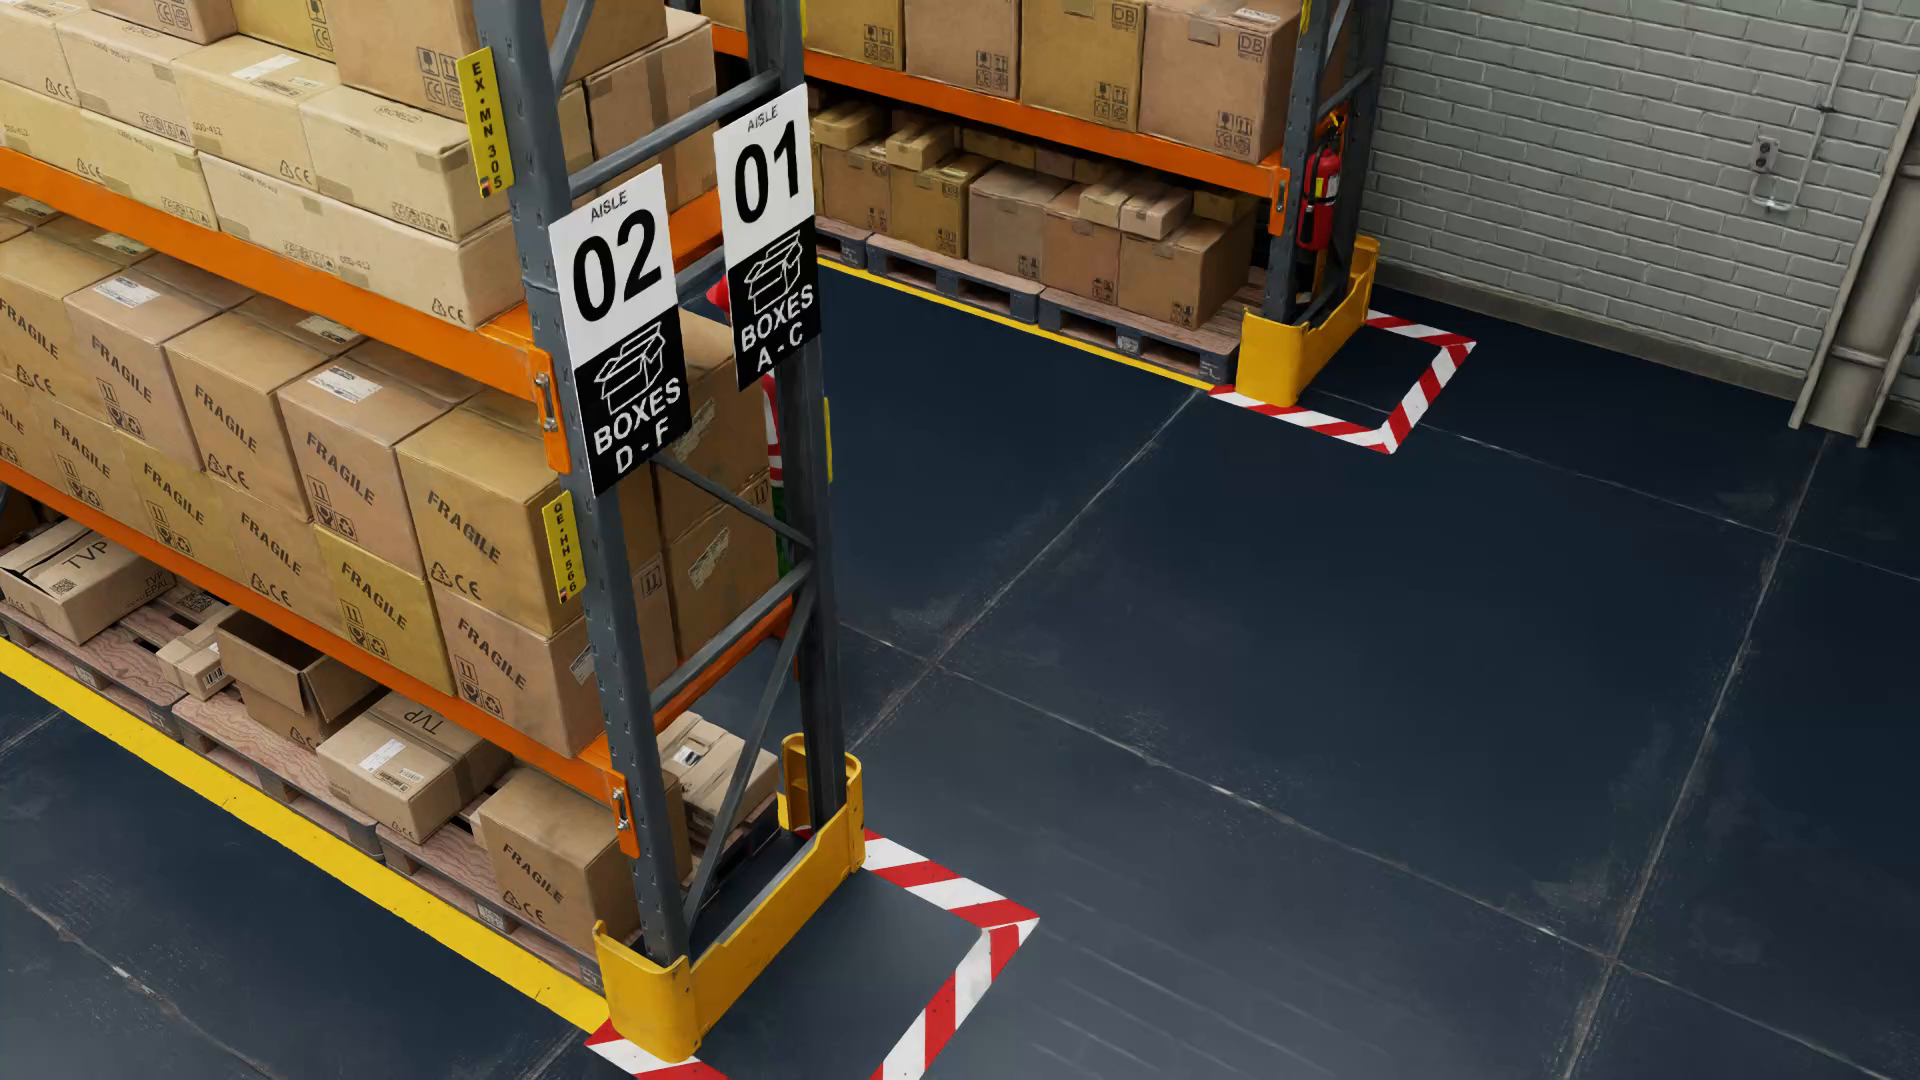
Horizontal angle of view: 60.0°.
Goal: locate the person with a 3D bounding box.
[{"bbox_3d":[-0.806,-0.354,7.119,0.451,1.779,0.607,21,43,25],"label":"person"}]
